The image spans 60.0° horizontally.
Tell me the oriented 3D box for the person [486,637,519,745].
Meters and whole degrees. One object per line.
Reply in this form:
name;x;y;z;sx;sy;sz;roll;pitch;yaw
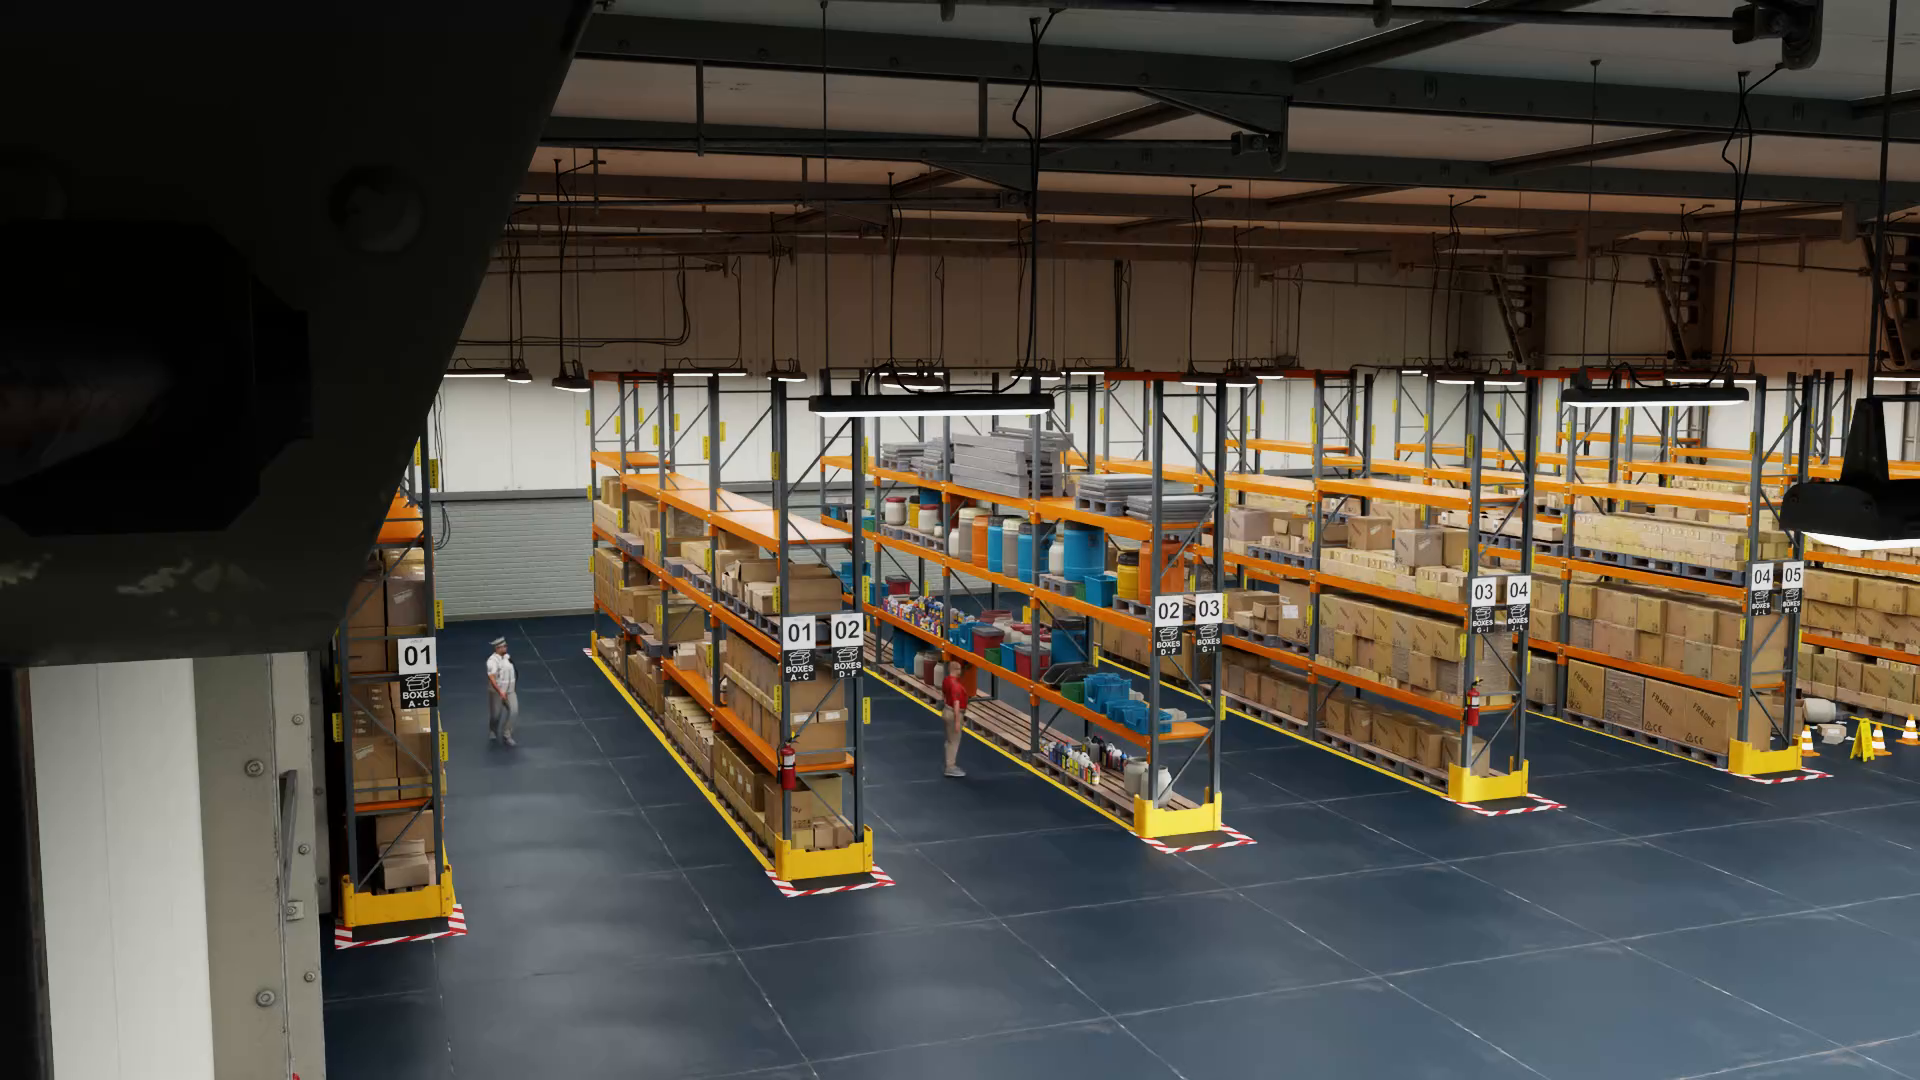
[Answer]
person;-7.468;2.461;27.159;0.727;1.742;0.603;5;8;40

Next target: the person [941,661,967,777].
person;-0.079;2.682;25.035;0.367;1.737;0.637;-2;7;-16
